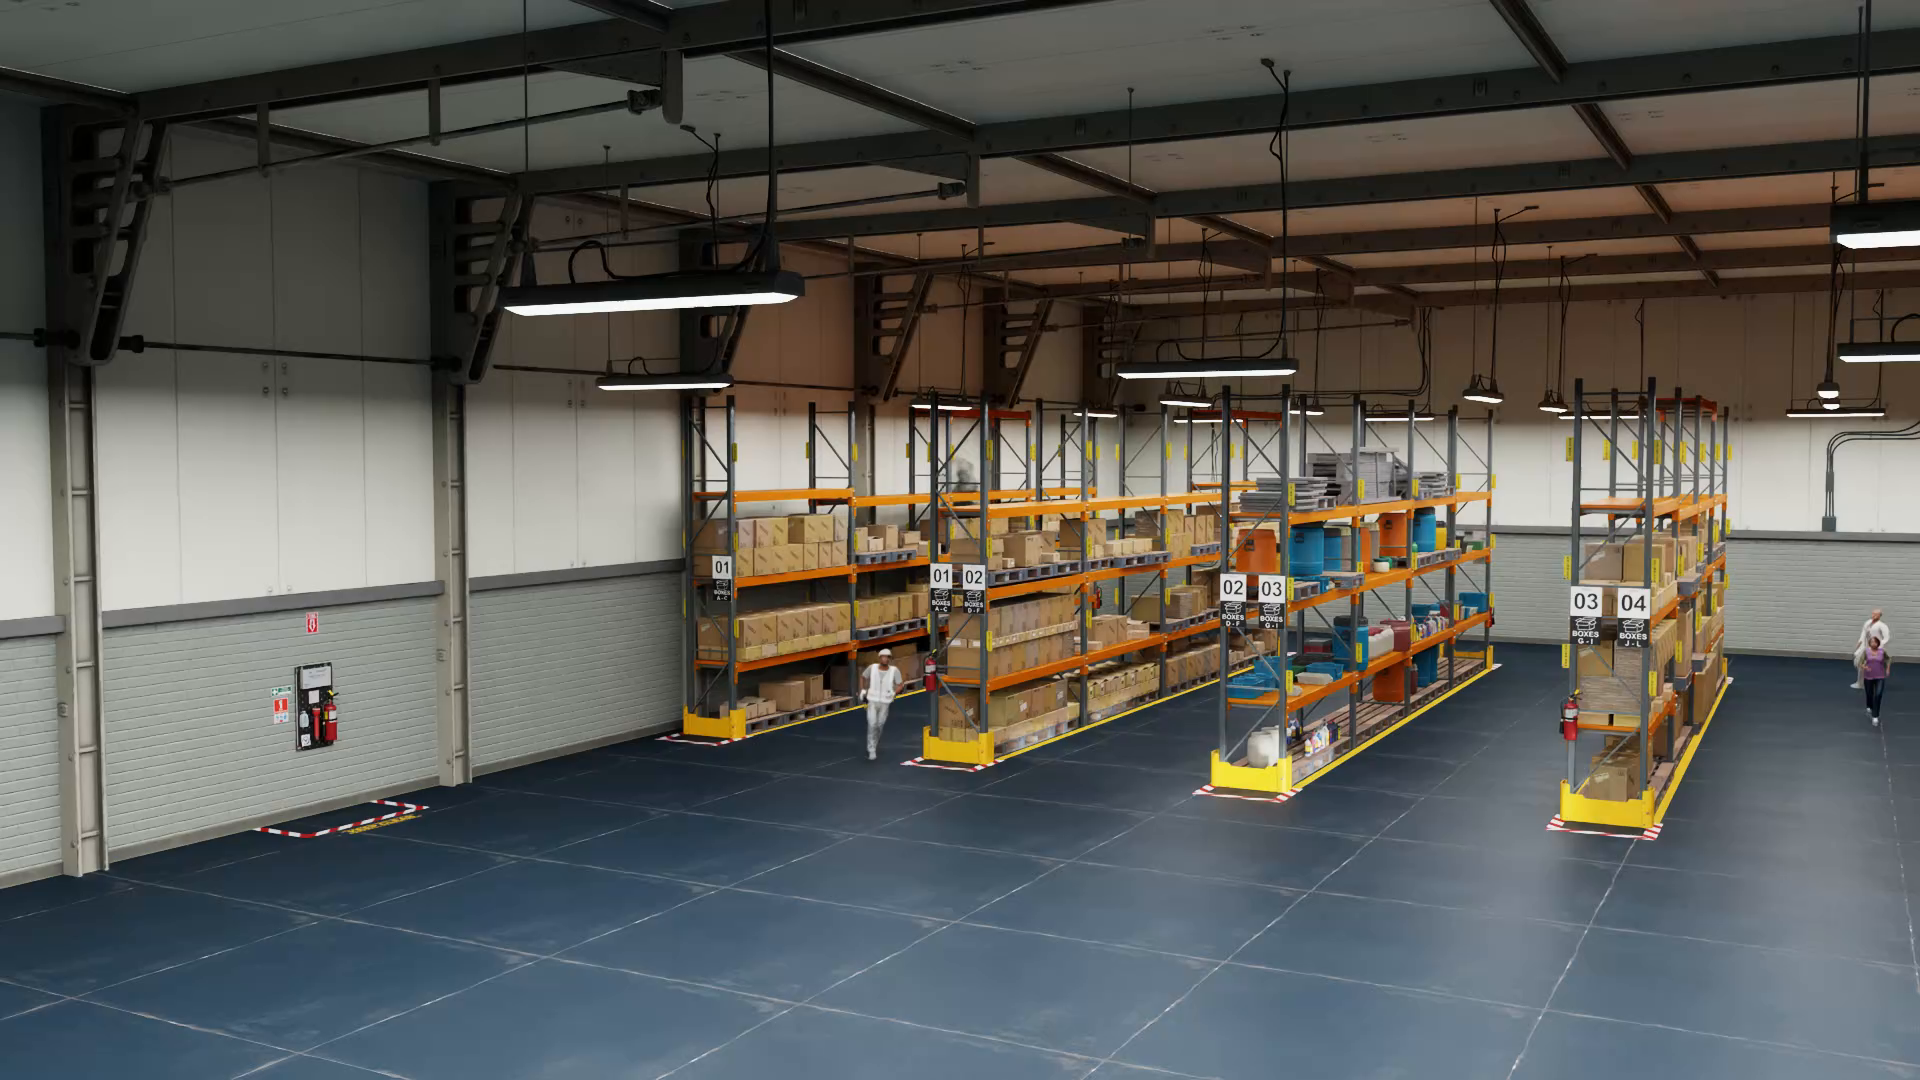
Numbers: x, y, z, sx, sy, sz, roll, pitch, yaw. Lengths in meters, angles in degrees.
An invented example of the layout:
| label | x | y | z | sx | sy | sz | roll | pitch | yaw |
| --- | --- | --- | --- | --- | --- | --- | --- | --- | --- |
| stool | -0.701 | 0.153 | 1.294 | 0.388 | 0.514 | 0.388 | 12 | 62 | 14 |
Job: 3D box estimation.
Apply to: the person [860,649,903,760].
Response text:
| label | x | y | z | sx | sy | sz | roll | pitch | yaw |
| --- | --- | --- | --- | --- | --- | --- | --- | --- | --- |
| person | -1.299 | 2.678 | 27.454 | 0.716 | 1.776 | 0.845 | 0 | 3 | -7 |

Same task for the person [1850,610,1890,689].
| label | x | y | z | sx | sy | sz | roll | pitch | yaw |
| --- | --- | --- | --- | --- | --- | --- | --- | --- | --- |
| person | 19.234 | 2.306 | 35.057 | 0.588 | 1.697 | 0.741 | -1 | 3 | -18 |

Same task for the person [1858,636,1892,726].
| label | x | y | z | sx | sy | sz | roll | pitch | yaw |
| --- | --- | --- | --- | --- | --- | --- | --- | --- | --- |
| person | 16.921 | 2.588 | 30.781 | 0.552 | 1.586 | 0.894 | 2 | 3 | 29 |
